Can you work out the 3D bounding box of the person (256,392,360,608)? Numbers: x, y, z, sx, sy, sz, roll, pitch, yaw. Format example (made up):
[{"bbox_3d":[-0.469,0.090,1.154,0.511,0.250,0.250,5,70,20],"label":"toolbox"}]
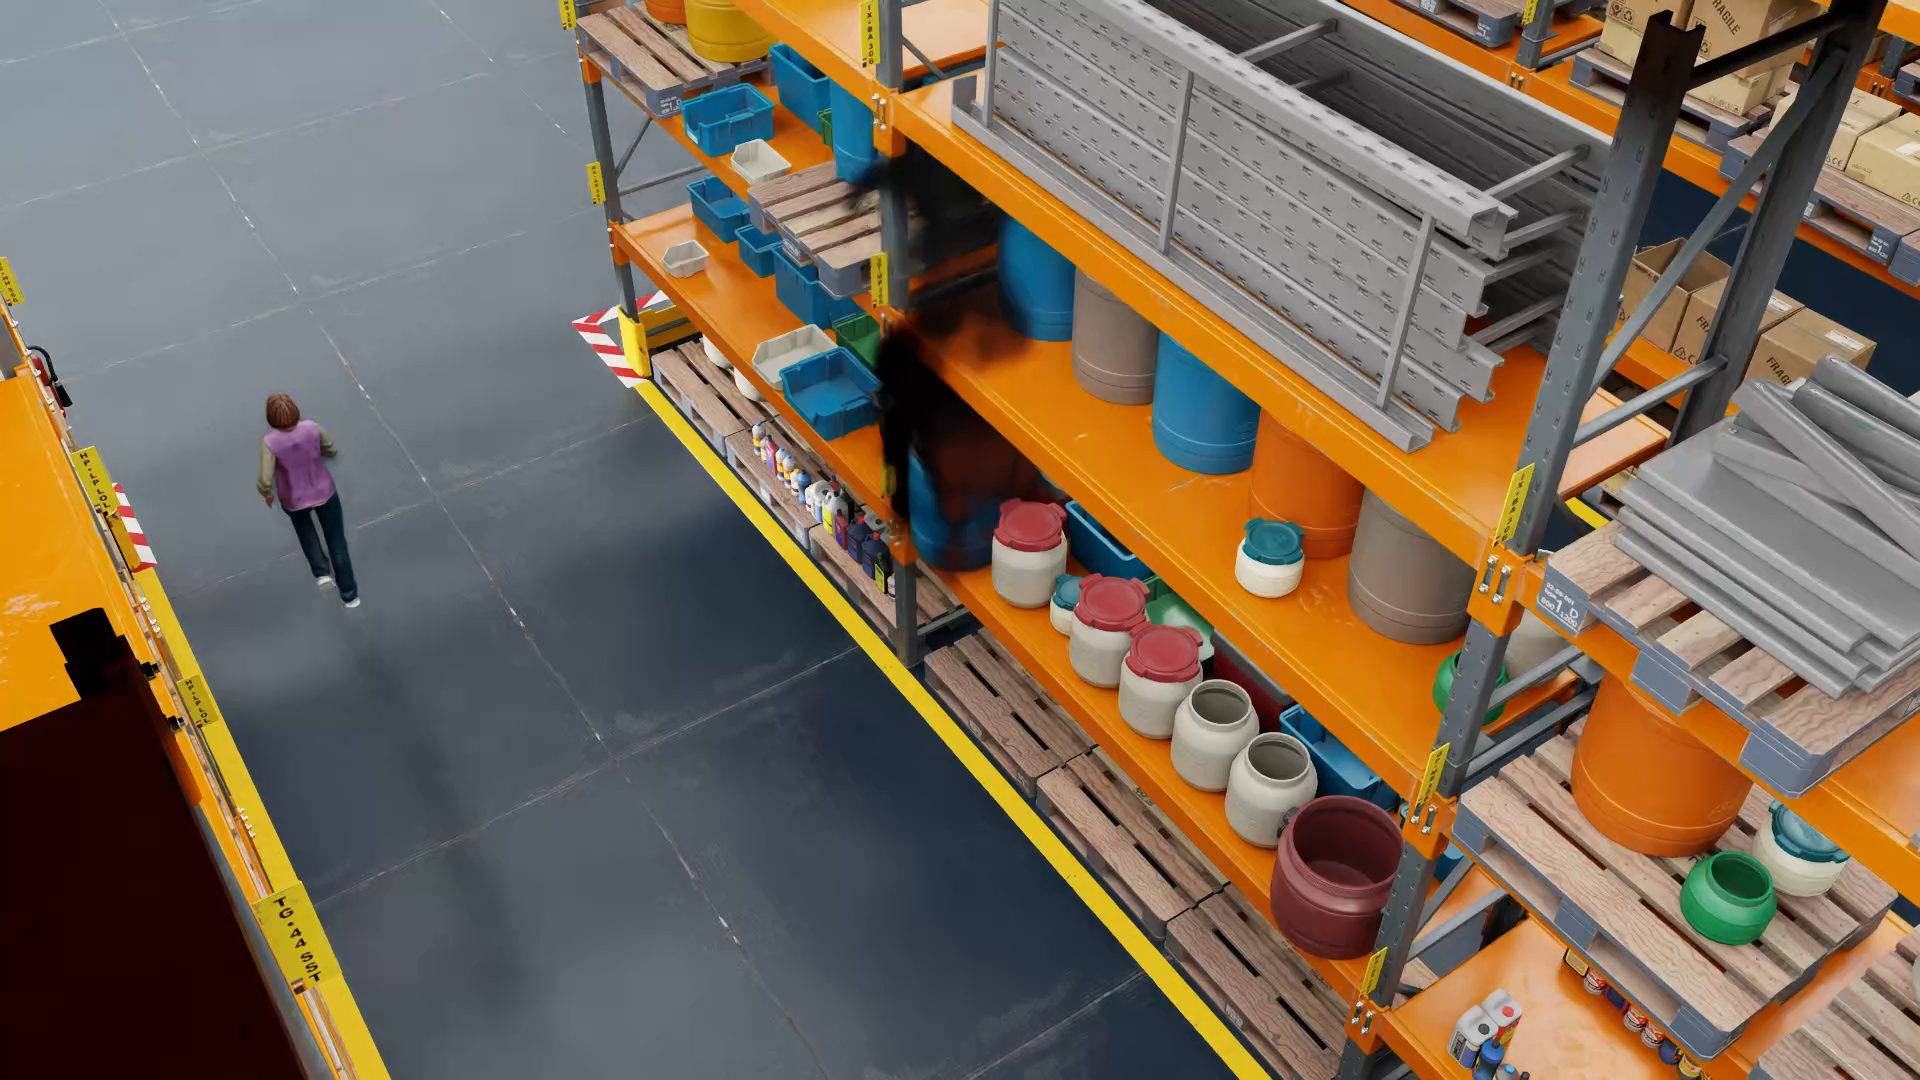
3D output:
[{"bbox_3d":[-4.101,-0.262,10.454,0.509,1.648,0.655,-19,46,-20],"label":"person"}]
